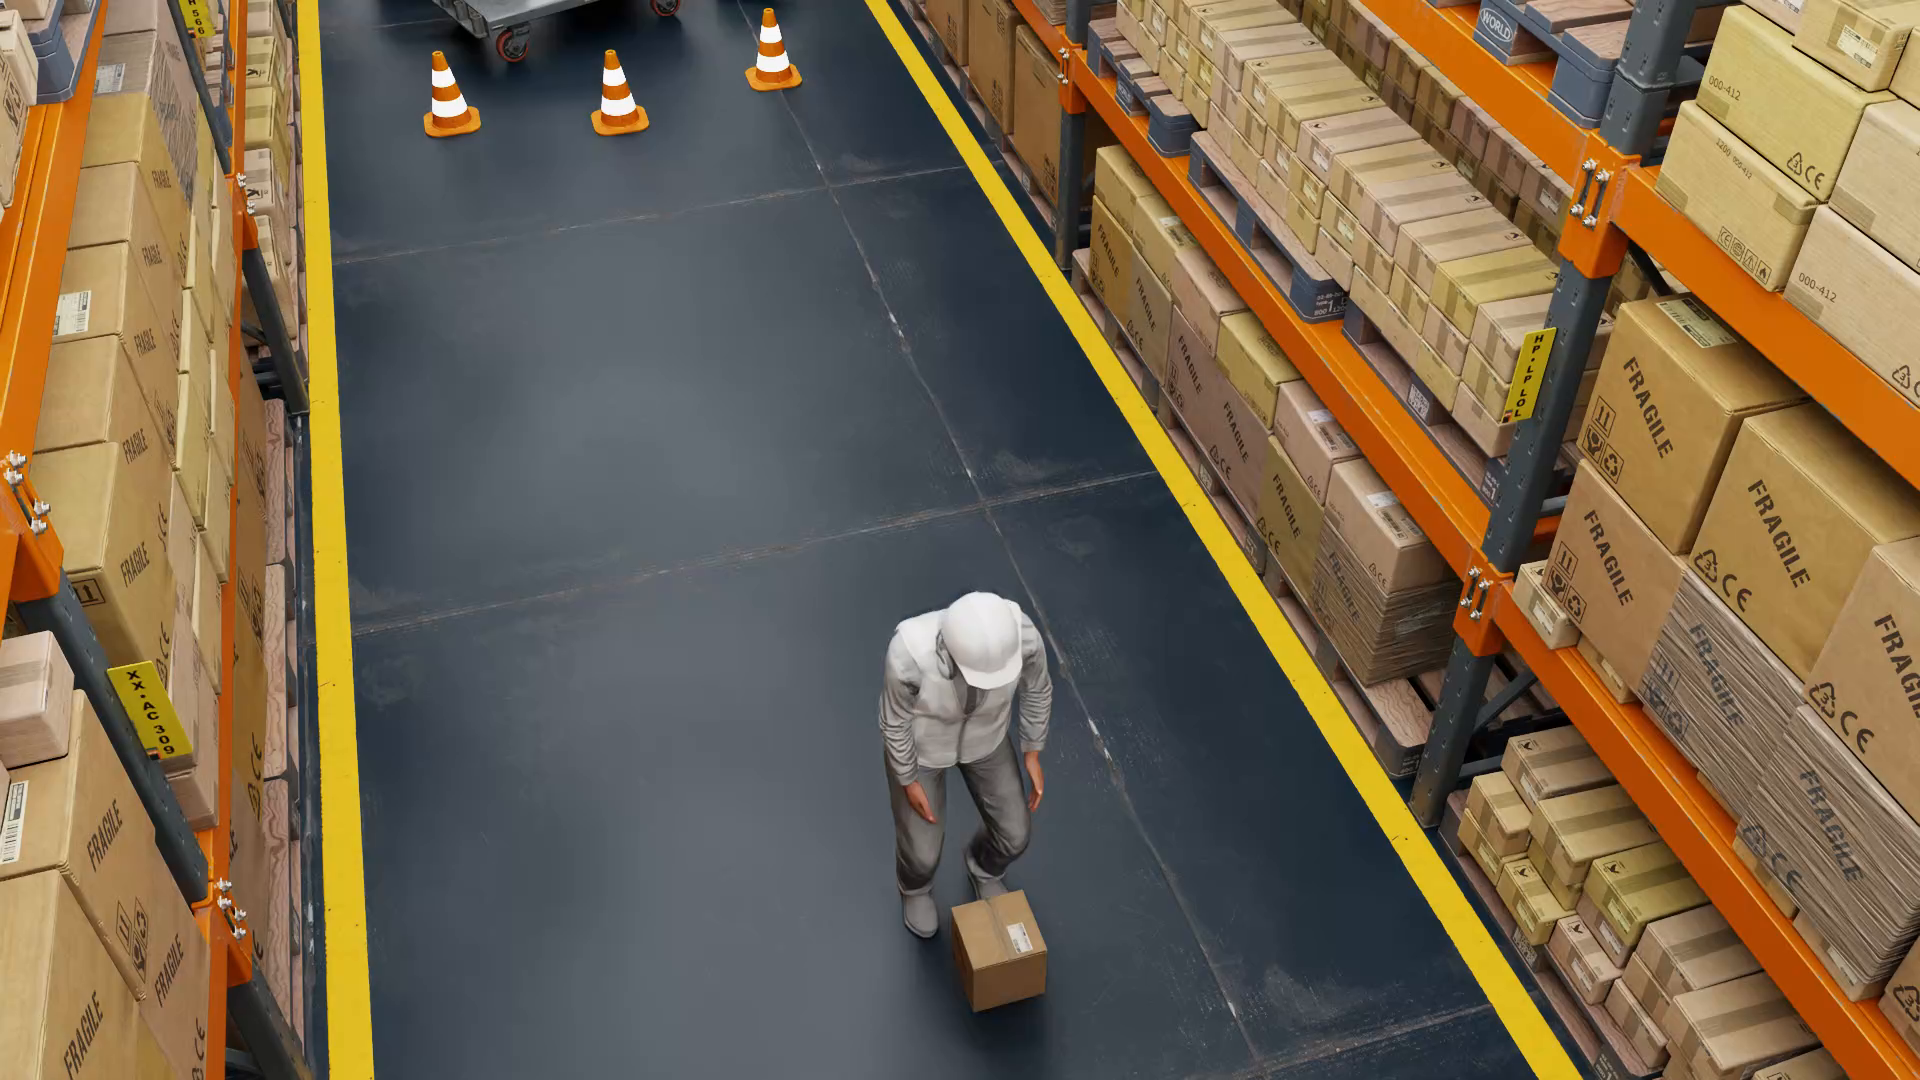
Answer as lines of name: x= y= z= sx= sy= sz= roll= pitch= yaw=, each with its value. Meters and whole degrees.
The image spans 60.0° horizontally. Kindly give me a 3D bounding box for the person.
person: x=0.016 y=0.691 z=5.473 sx=0.578 sy=1.647 sz=0.581 roll=-11 pitch=43 yaw=-12
